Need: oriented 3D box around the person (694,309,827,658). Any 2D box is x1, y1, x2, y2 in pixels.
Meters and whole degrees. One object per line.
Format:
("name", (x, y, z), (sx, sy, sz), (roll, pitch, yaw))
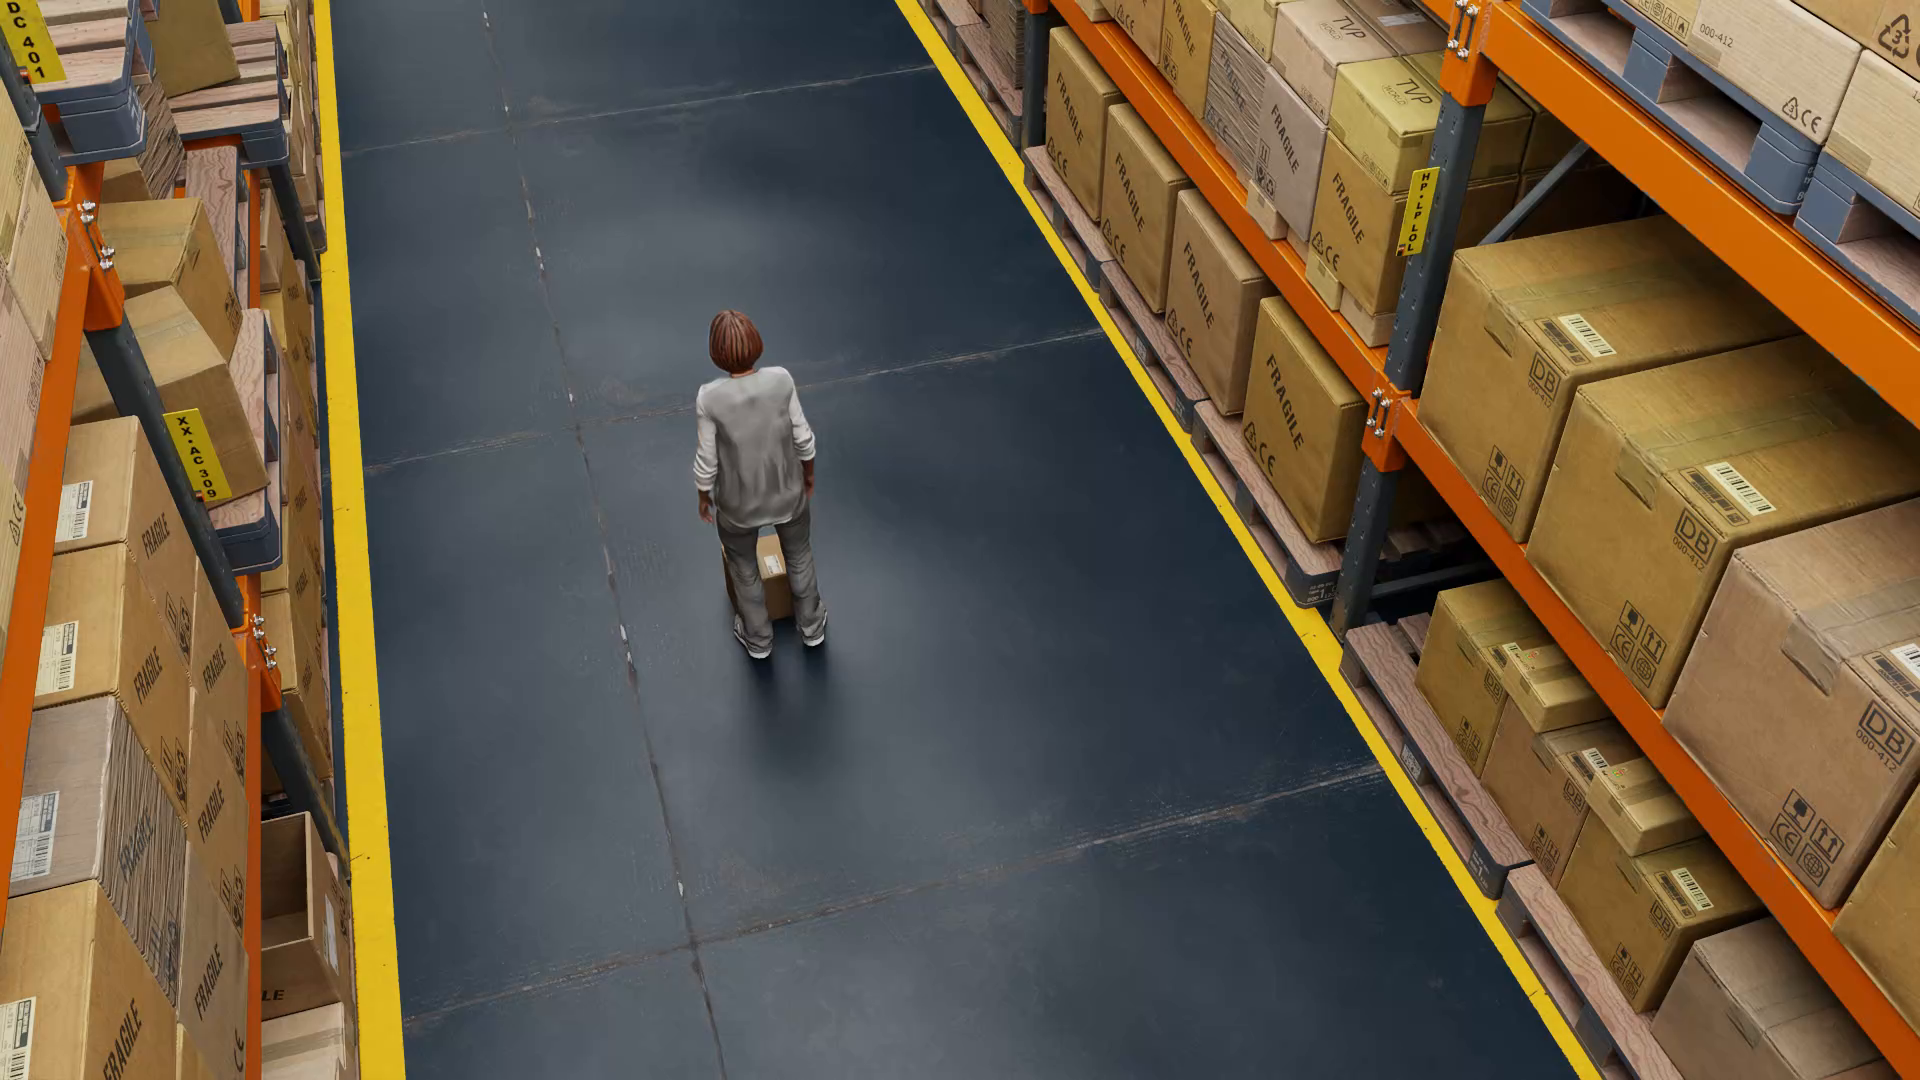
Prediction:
("person", (-0.764, -0.171, 6.354), (0.479, 1.593, 0.345), (-13, 44, -14))
